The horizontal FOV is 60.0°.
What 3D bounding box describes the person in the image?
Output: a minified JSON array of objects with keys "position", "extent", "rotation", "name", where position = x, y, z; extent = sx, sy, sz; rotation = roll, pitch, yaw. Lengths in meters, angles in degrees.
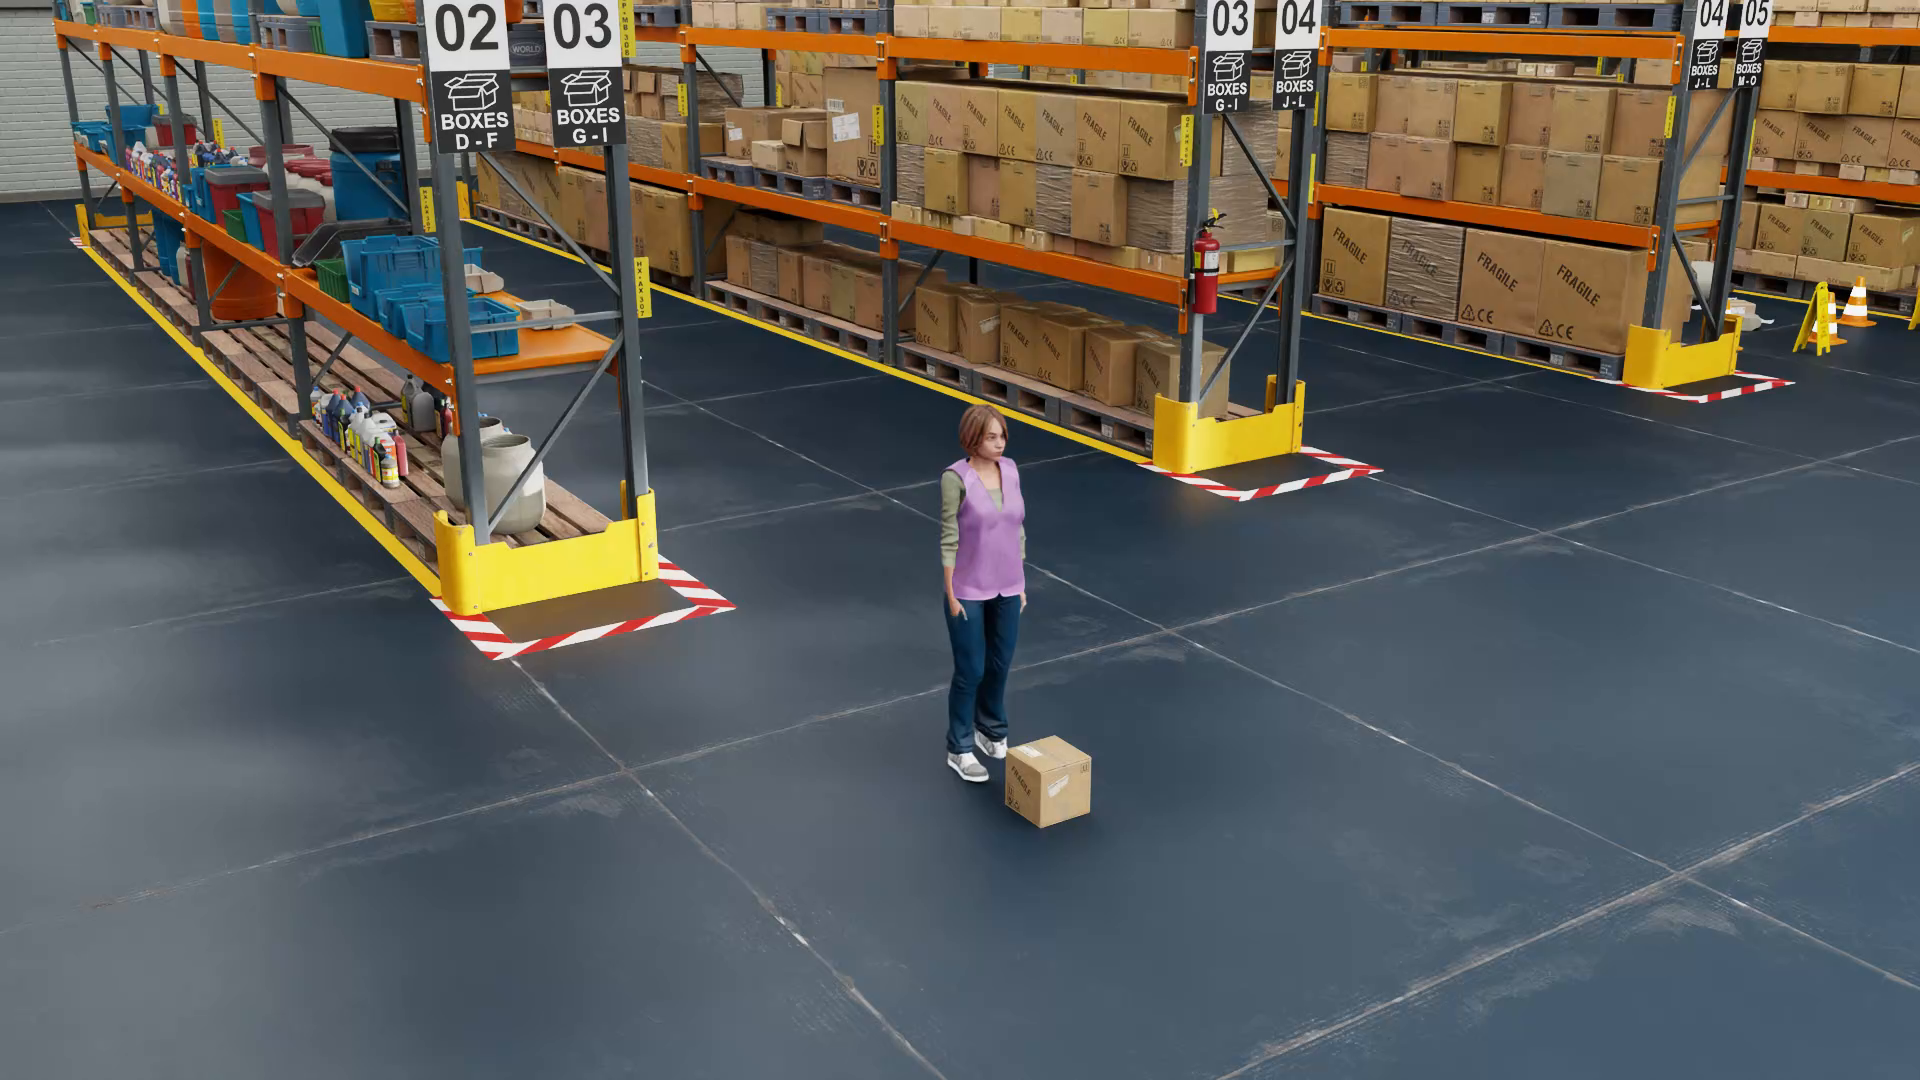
[{"position":[0.101,0.242,6.941],"extent":[0.410,1.657,0.352],"rotation":[-11,21,-30],"name":"person"}]
